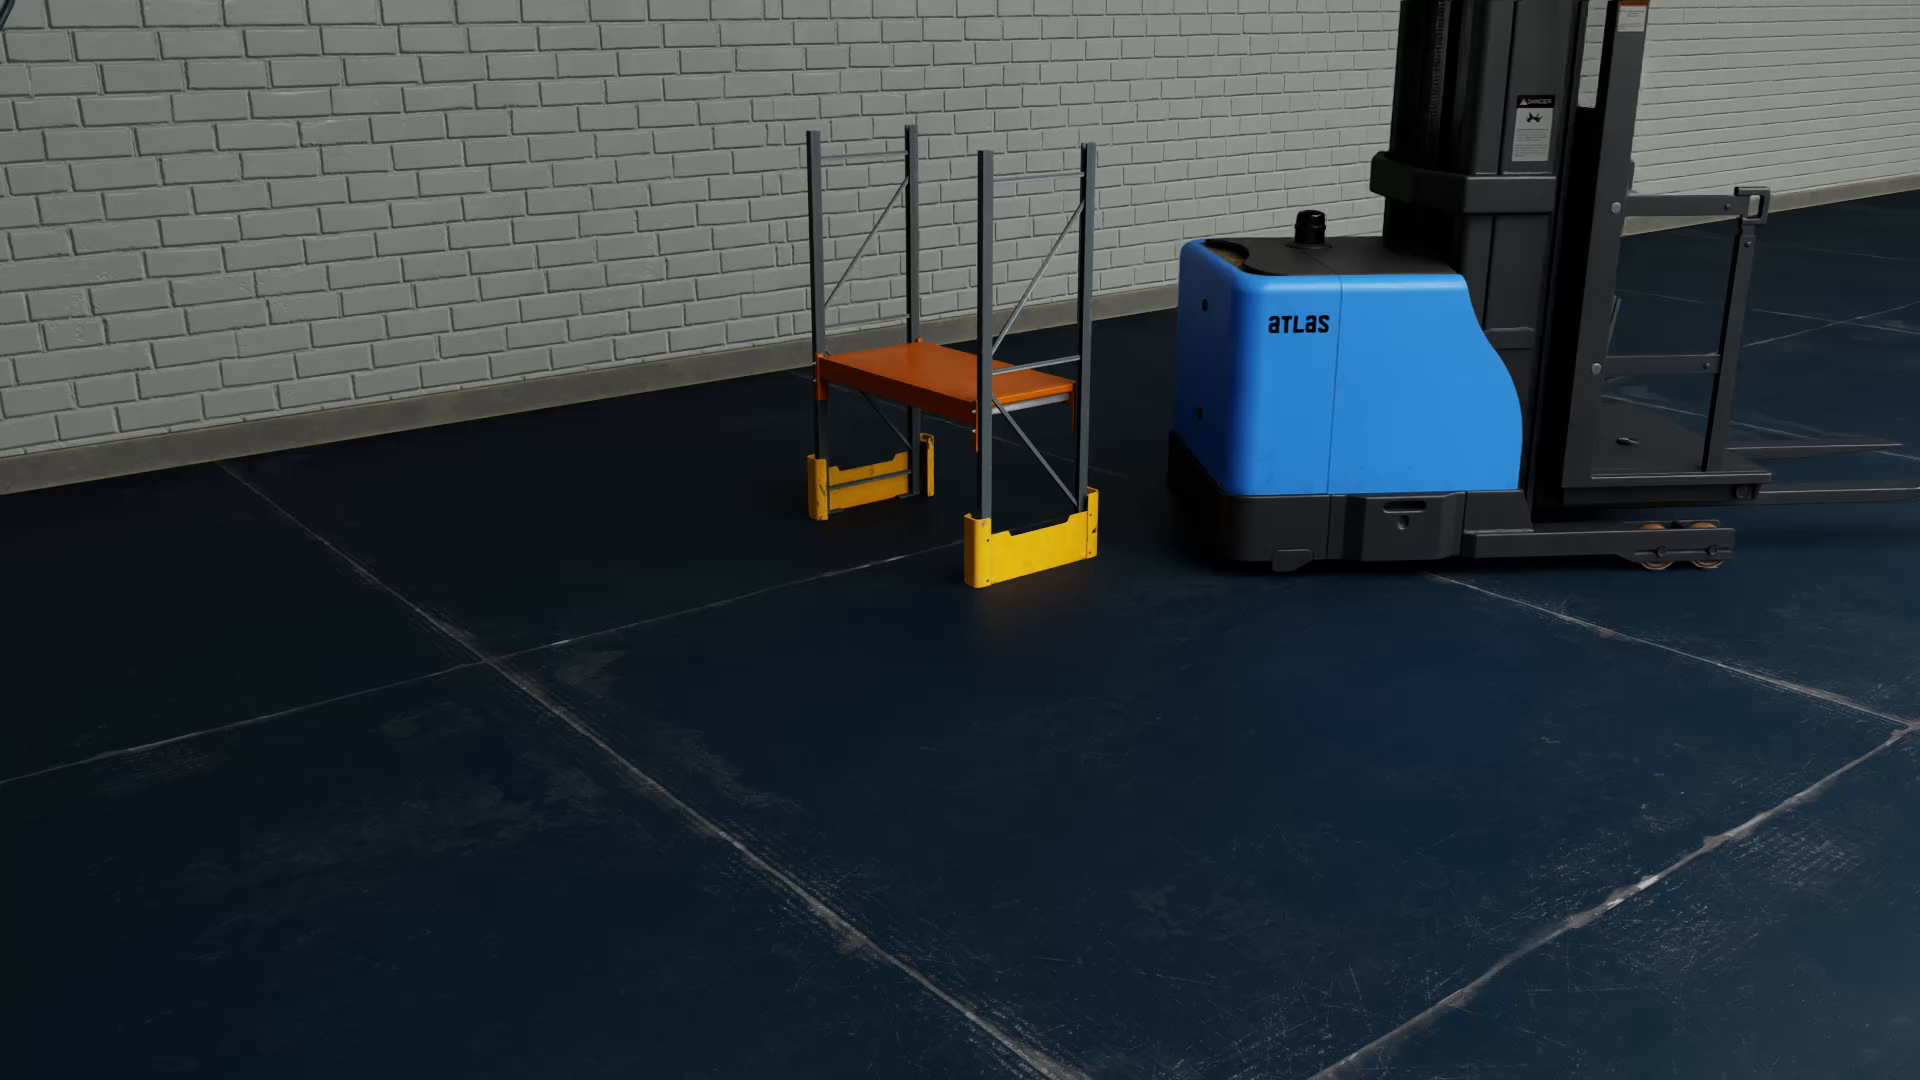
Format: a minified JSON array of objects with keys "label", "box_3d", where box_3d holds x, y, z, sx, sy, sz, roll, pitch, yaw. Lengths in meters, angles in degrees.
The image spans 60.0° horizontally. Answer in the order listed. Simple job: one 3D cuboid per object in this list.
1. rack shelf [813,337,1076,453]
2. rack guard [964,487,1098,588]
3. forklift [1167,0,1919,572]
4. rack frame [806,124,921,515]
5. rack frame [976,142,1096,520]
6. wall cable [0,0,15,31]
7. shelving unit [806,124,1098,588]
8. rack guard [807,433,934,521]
[{"label":"rack shelf","box_3d":[-0.053,-0.562,6.247,0.538,0.185,1.000,-14,23,-36]},{"label":"rack guard","box_3d":[0.262,-0.015,6.009,0.587,0.250,0.087,-14,23,-36]},{"label":"forklift","box_3d":[2.391,-1.446,6.067,3.031,2.935,1.130,-1,18,-5]},{"label":"rack frame","box_3d":[-0.369,-0.858,6.569,0.500,1.500,0.032,-14,23,-36]},{"label":"rack frame","box_3d":[0.263,-0.608,5.812,0.500,1.500,0.032,-14,23,-36]},{"label":"wall cable","box_3d":[-4.874,-2.756,5.308,3.097,2.526,0.112,-14,23,-36]},{"label":"shelving unit","box_3d":[-0.047,-0.731,6.183,0.587,1.500,1.083,-14,23,-36]},{"label":"rack guard","box_3d":[-0.357,-0.260,6.751,0.587,0.250,0.087,-14,23,-36]}]
